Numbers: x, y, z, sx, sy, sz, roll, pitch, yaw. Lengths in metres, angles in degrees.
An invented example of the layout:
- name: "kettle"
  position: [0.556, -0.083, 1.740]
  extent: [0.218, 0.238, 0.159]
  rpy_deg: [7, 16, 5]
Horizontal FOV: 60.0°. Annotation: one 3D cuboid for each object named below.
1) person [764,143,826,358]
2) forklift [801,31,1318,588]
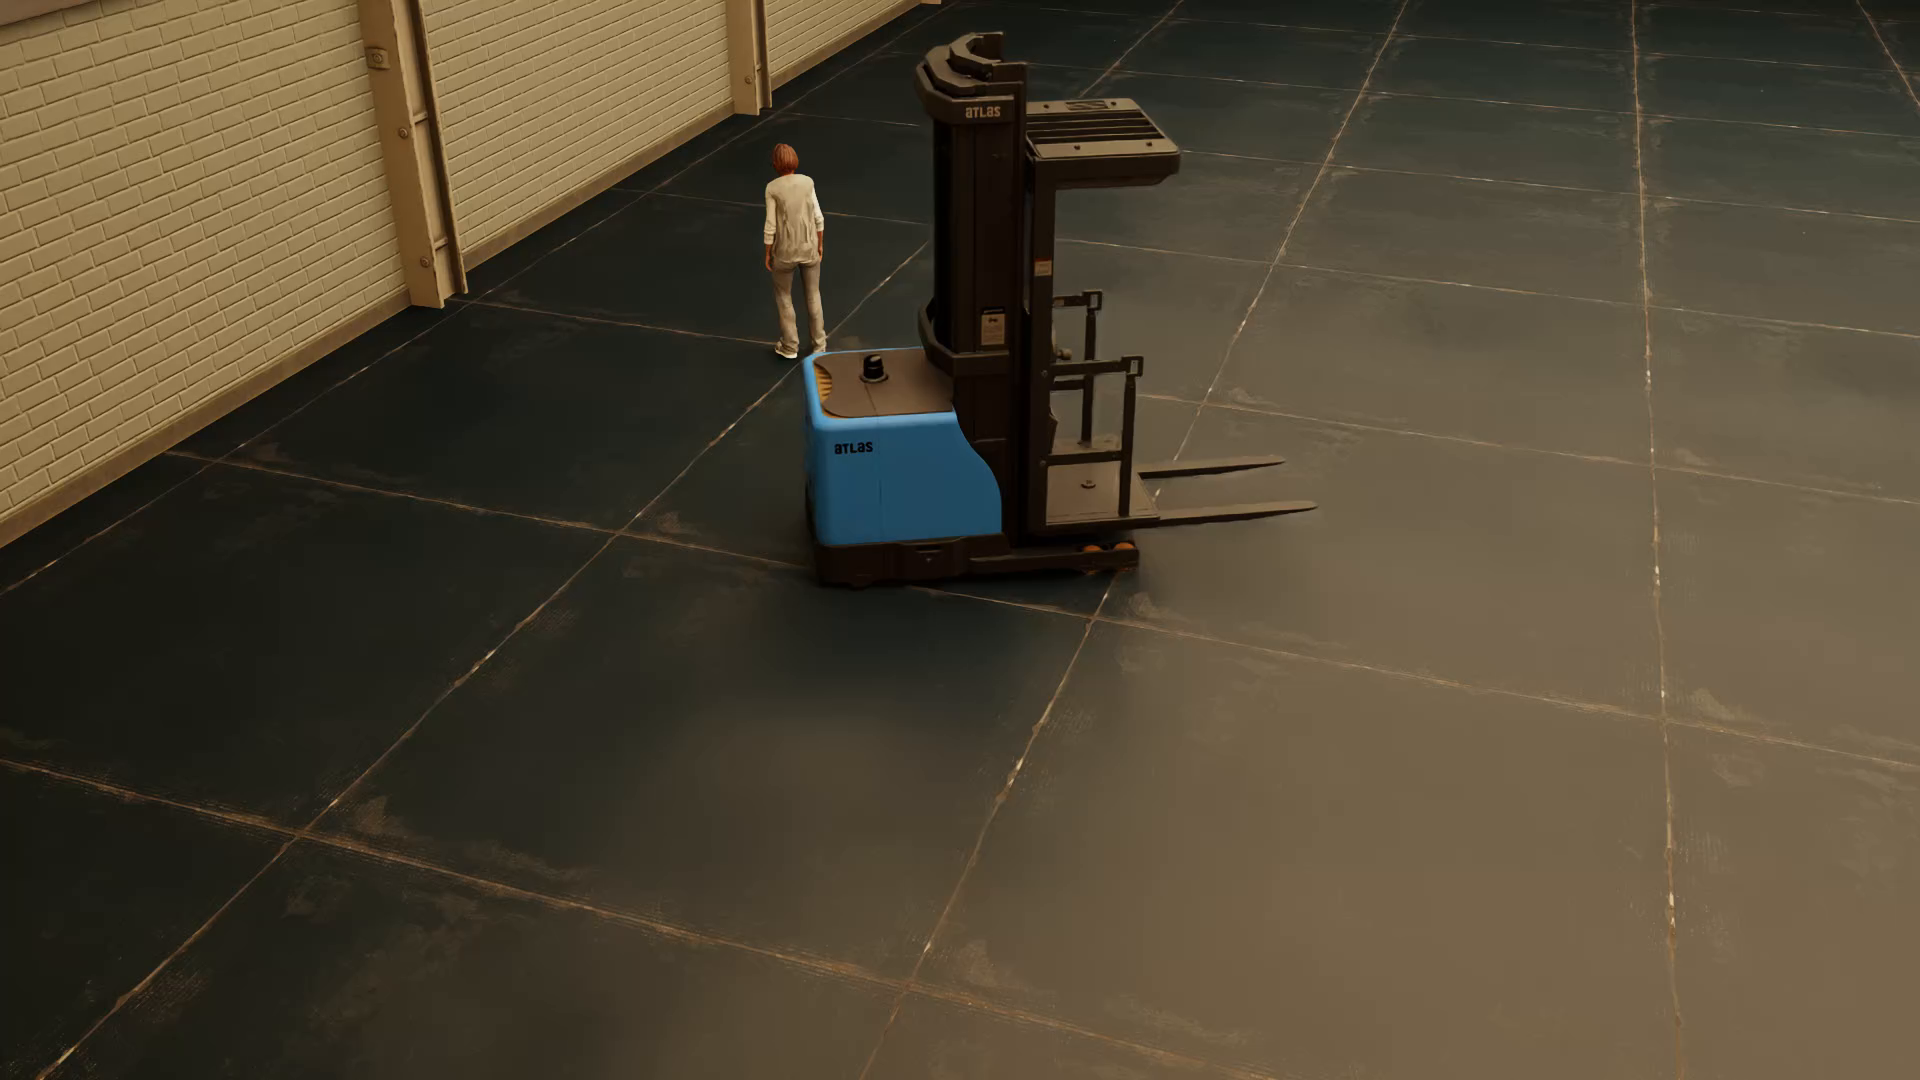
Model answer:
- name: "person"
  position: [-1.210, -2.098, 12.172]
  extent: [0.473, 1.590, 0.347]
  rpy_deg: [-13, 32, -21]
- name: "forklift"
  position: [0.608, -1.328, 9.466]
  extent: [3.031, 2.935, 1.130]
  rpy_deg: [-4, 30, -8]
